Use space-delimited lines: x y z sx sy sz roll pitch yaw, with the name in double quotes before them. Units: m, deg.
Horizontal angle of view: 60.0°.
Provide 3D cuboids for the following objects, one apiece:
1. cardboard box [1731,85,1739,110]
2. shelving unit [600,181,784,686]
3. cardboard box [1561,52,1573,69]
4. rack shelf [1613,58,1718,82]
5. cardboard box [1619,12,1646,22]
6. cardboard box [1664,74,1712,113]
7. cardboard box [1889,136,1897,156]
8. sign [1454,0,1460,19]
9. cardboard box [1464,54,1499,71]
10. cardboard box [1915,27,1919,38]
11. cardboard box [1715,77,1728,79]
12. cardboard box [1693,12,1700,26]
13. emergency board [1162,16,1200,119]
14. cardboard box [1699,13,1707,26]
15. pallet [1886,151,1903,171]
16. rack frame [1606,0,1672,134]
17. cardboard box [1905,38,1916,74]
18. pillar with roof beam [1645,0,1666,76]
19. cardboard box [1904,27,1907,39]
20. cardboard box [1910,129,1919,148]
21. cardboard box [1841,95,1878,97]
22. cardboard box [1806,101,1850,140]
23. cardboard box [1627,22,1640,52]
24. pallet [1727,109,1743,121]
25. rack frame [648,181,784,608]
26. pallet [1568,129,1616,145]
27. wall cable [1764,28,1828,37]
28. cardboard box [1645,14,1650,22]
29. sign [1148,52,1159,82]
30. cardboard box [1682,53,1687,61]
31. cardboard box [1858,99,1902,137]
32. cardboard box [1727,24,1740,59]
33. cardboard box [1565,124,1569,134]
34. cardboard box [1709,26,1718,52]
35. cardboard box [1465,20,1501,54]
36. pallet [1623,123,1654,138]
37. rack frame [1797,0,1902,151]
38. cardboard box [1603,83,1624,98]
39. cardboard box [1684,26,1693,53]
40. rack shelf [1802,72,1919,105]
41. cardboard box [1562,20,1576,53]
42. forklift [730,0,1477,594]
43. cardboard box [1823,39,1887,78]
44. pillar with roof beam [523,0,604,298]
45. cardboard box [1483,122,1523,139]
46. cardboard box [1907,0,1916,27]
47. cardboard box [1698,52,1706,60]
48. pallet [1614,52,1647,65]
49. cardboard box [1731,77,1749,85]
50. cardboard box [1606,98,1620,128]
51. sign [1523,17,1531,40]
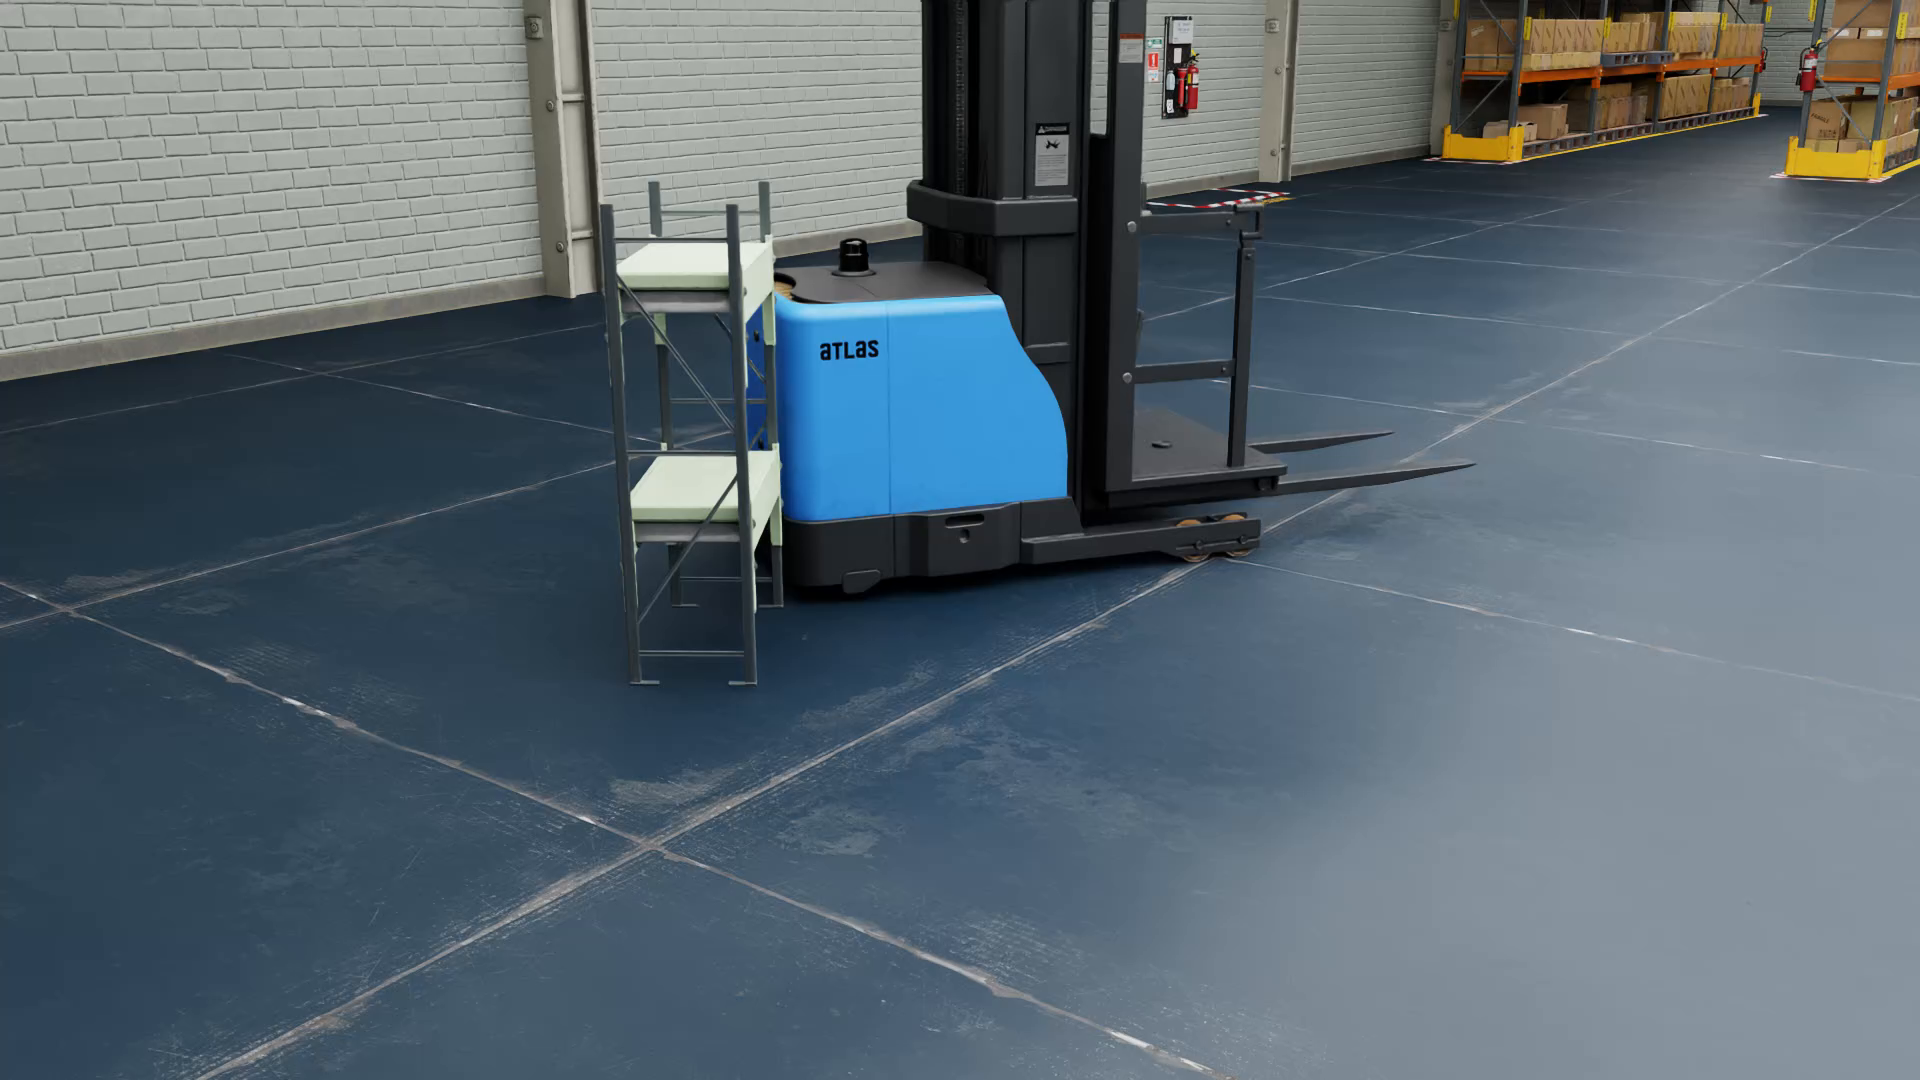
"cardboard box" 16.626 -9.713 36.471 0.700 0.500 0.500 12 21 33
"shelving unit" -0.839 -0.367 5.396 0.431 1.500 0.755 0 17 1
"cardboard box" 9.482 -7.683 26.647 0.500 0.250 0.500 13 21 35
"rack shelf" 13.985 -9.357 33.031 1.077 0.370 4.000 12 21 35
"cardboard box" 12.855 -9.936 31.712 0.500 0.250 0.500 13 22 36
"cardboard box" 14.894 -9.173 34.142 0.750 0.750 0.750 13 21 35
"cardboard box" 13.099 -5.659 23.837 0.500 0.250 0.500 12 21 35
"sign" 7.593 -8.126 25.367 0.100 0.325 0.005 12 21 35
"cardboard box" 8.150 -7.402 25.742 0.500 0.250 0.500 13 21 35
"cardboard box" 13.643 -7.350 24.092 0.380 0.149 0.250 13 22 36
"cardboard box" 16.836 -10.206 36.965 0.380 0.149 0.250 12 21 35
"cardboard box" 14.185 -10.215 32.612 0.500 0.250 0.500 12 21 34
"emergency board" 2.671 -5.628 19.808 0.194 1.169 0.643 12 21 35
"cardboard box" 14.488 -10.337 33.003 0.500 0.250 0.500 13 21 36
"pallet" 13.157 -5.592 24.394 1.003 0.211 1.213 12 21 35
"rack frame" 12.794 -9.224 31.390 1.000 3.000 0.127 12 21 35
"cardboard box" 13.520 -7.093 24.357 0.700 0.500 0.500 13 21 35
"pillar with roof beam" 18.357 -12.601 32.148 9.100 9.000 0.400 12 21 35
"cardboard box" 13.028 -7.104 23.298 0.380 0.149 0.250 12 21 33
"cardboard box" 14.290 -6.136 25.372 0.500 0.250 0.500 12 21 35
"cardboard box" 13.571 -6.467 25.175 0.500 0.500 0.500 12 21 35
"cardboard box" 12.088 -5.870 23.253 0.500 0.500 0.500 12 21 35
"cardboard box" 11.797 -9.068 29.976 0.700 0.500 0.500 12 21 35
"pallet" 16.419 -9.304 36.350 1.003 0.211 1.213 12 21 35
"rack frame" -0.834 -0.475 5.745 0.400 1.500 0.023 0 17 1
"pallet" 10.873 -7.126 29.334 1.003 0.211 1.213 12 21 35
"wall cable" 21.217 -13.796 41.231 3.097 2.526 0.112 12 21 35
"cardboard box" 12.612 -9.705 30.932 0.380 0.149 0.250 9 20 28
"sign" 2.259 -5.531 19.437 0.001 0.329 0.234 12 21 35
"cardboard box" 14.081 -9.519 32.728 0.380 0.149 0.250 13 21 35
"cardboard box" 13.090 -6.019 23.733 0.500 0.500 0.500 12 21 35
"cardboard box" 15.953 -10.620 35.377 0.980 0.700 0.700 12 21 33
"cardboard box" 10.116 -6.996 28.250 0.380 0.166 0.250 9 20 28
"cardboard box" 15.104 -10.222 33.899 0.500 0.500 0.500 12 21 34
"cardboard box" 8.137 -7.765 25.645 0.500 0.500 0.500 12 21 34
"pallet" 12.327 -7.707 31.205 1.003 0.211 1.213 12 21 35
"rack frame" 12.007 -6.444 22.438 1.000 3.000 0.127 12 21 35
"cardboard box" 11.714 -8.170 30.204 0.500 0.250 0.500 12 21 34
"cardboard box" 13.905 -9.735 32.331 0.500 0.500 0.500 12 21 34
"rack shelf" 13.199 -6.577 24.079 1.077 0.370 4.000 12 21 35
"cardboard box" 9.466 -8.039 26.526 0.500 0.500 0.500 13 22 36
"forklift" 0.653 -1.452 6.478 3.031 2.935 1.130 -6 18 -19
"cardboard box" 12.296 -6.601 22.774 0.700 0.500 0.500 12 21 35
"pillar with roof beam" 0.482 -5.456 9.138 9.100 9.000 0.400 12 21 35
"cardboard box" 8.511 -6.394 26.067 0.500 0.311 0.500 10 20 29
"cardboard box" 13.234 -7.599 23.800 0.700 0.500 0.500 12 21 35
"cardboard box" 14.771 -9.745 33.456 0.380 0.149 0.250 12 21 35
"pallet" 11.647 -8.654 29.877 1.003 0.211 1.213 12 21 35
"cardboard box" 17.293 -10.199 36.942 0.380 0.149 0.250 12 21 34
"cardboard box" 11.439 -7.713 29.995 0.700 0.500 0.500 13 21 35
"sign" 8.463 -7.637 24.817 0.100 0.325 0.005 12 21 35
